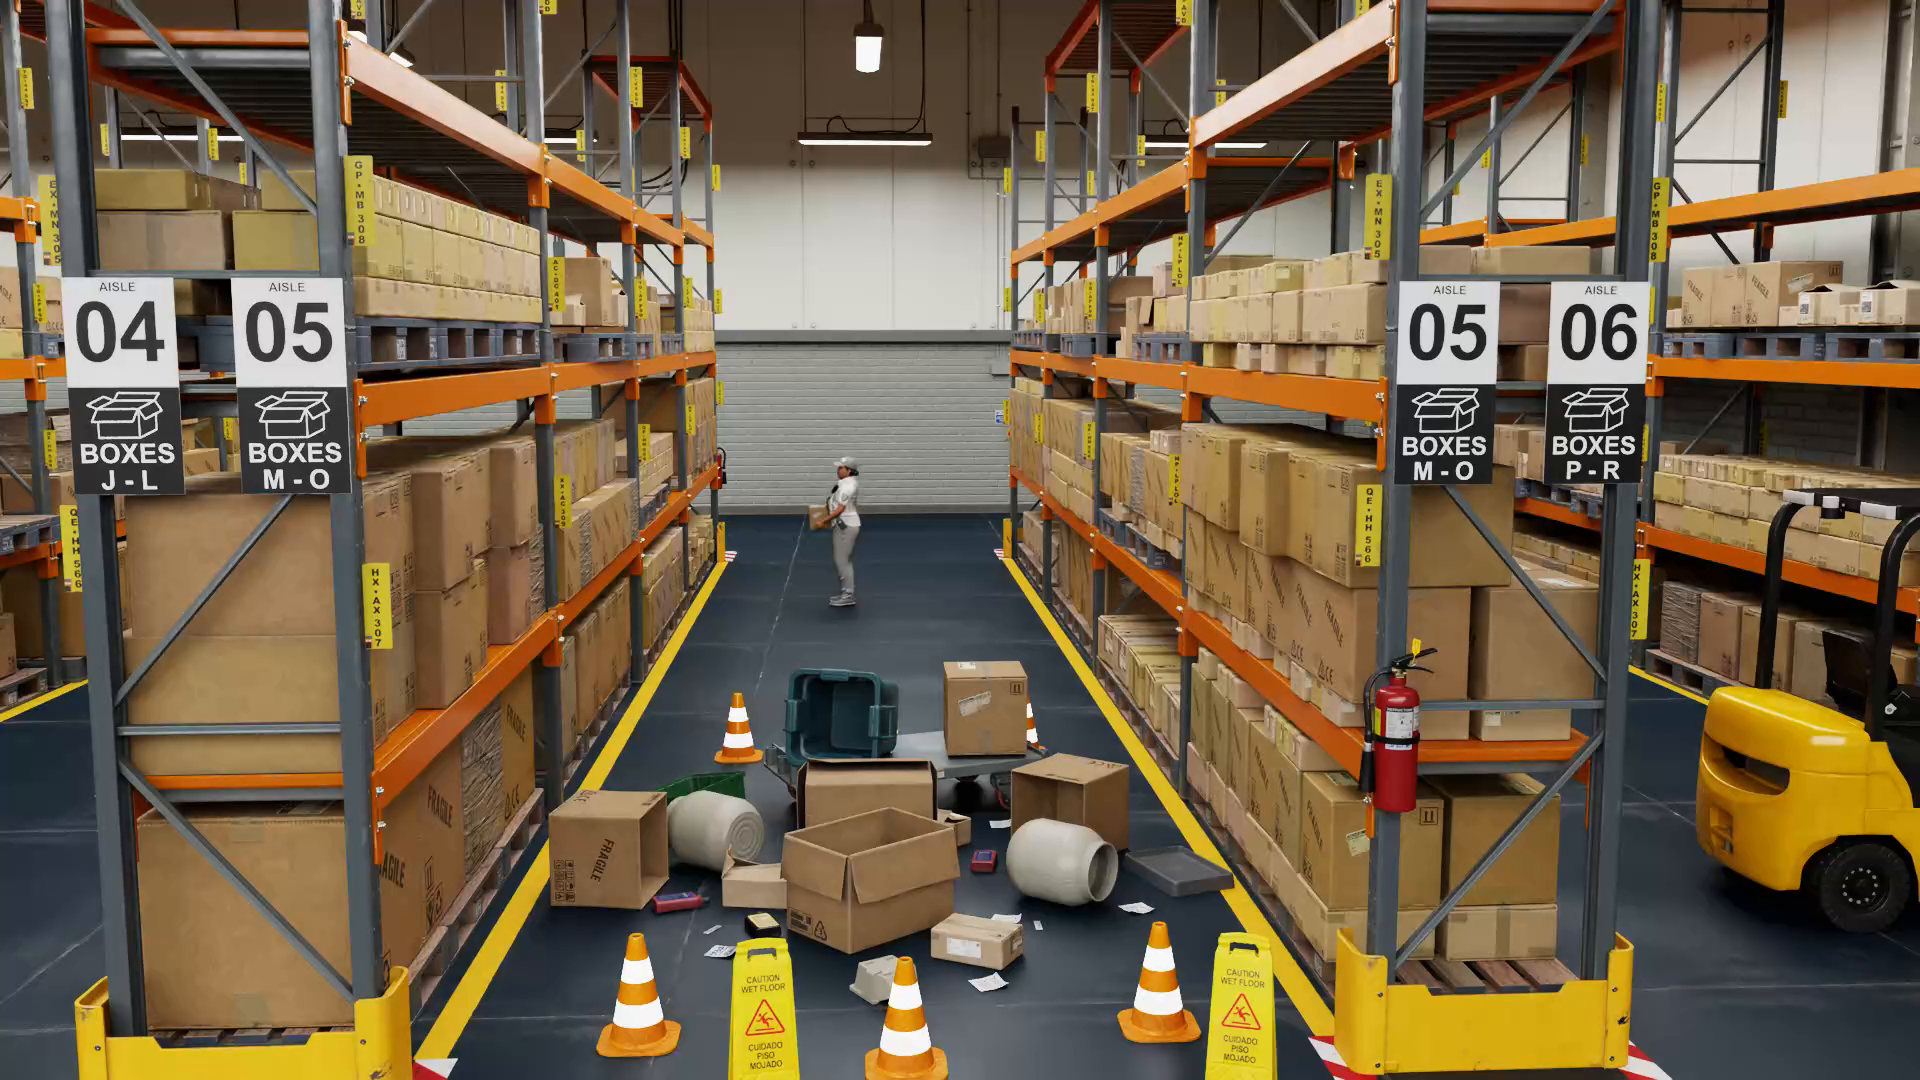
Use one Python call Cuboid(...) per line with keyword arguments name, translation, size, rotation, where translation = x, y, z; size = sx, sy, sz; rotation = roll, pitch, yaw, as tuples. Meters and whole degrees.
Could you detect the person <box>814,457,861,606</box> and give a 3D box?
Cuboid(name="person", translation=(-1.371, -0.106, 18.623), size=(0.535, 1.660, 0.456), rotation=(0, 7, -3))
